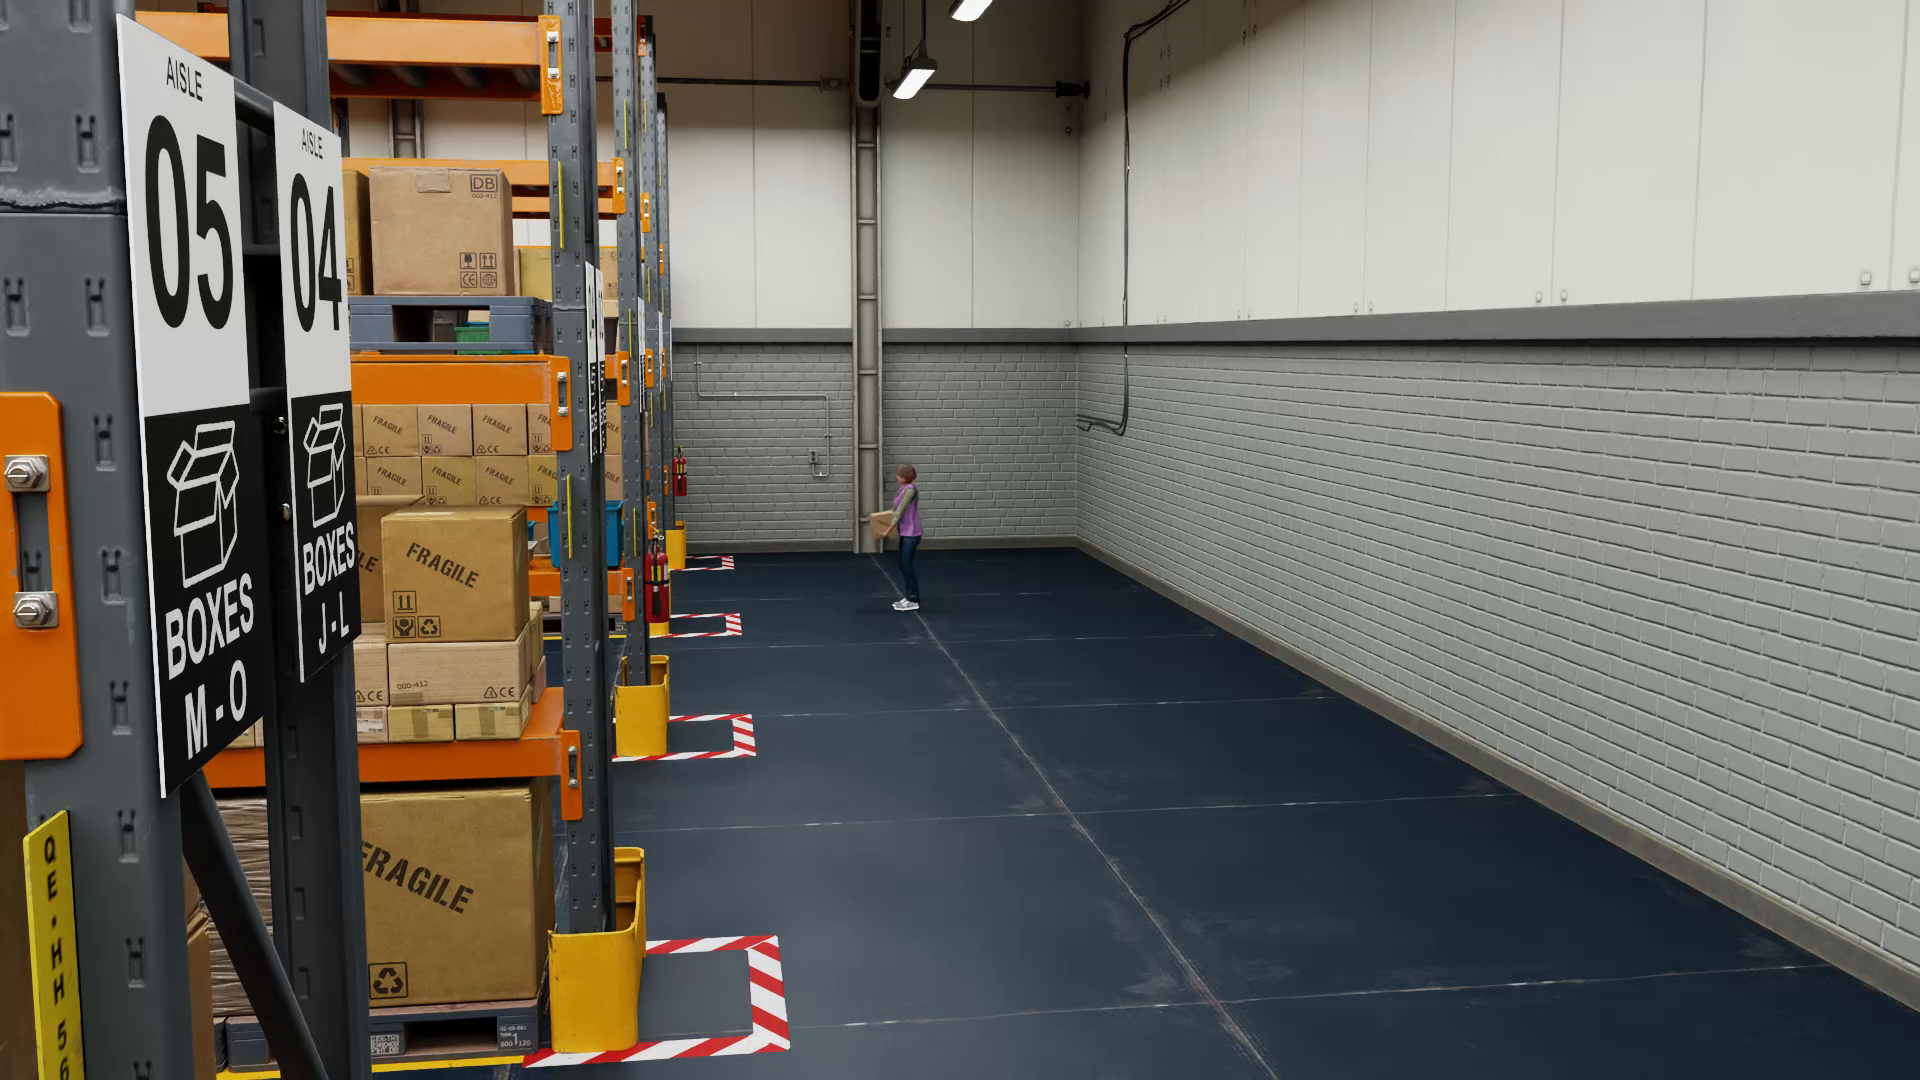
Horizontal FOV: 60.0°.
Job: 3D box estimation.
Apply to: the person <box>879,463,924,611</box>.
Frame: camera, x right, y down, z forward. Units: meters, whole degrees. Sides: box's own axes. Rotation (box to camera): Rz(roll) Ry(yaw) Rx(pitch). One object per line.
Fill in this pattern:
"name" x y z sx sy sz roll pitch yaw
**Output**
"person" -0.648 -0.036 18.097 0.504 1.599 0.375 -1 7 -10
